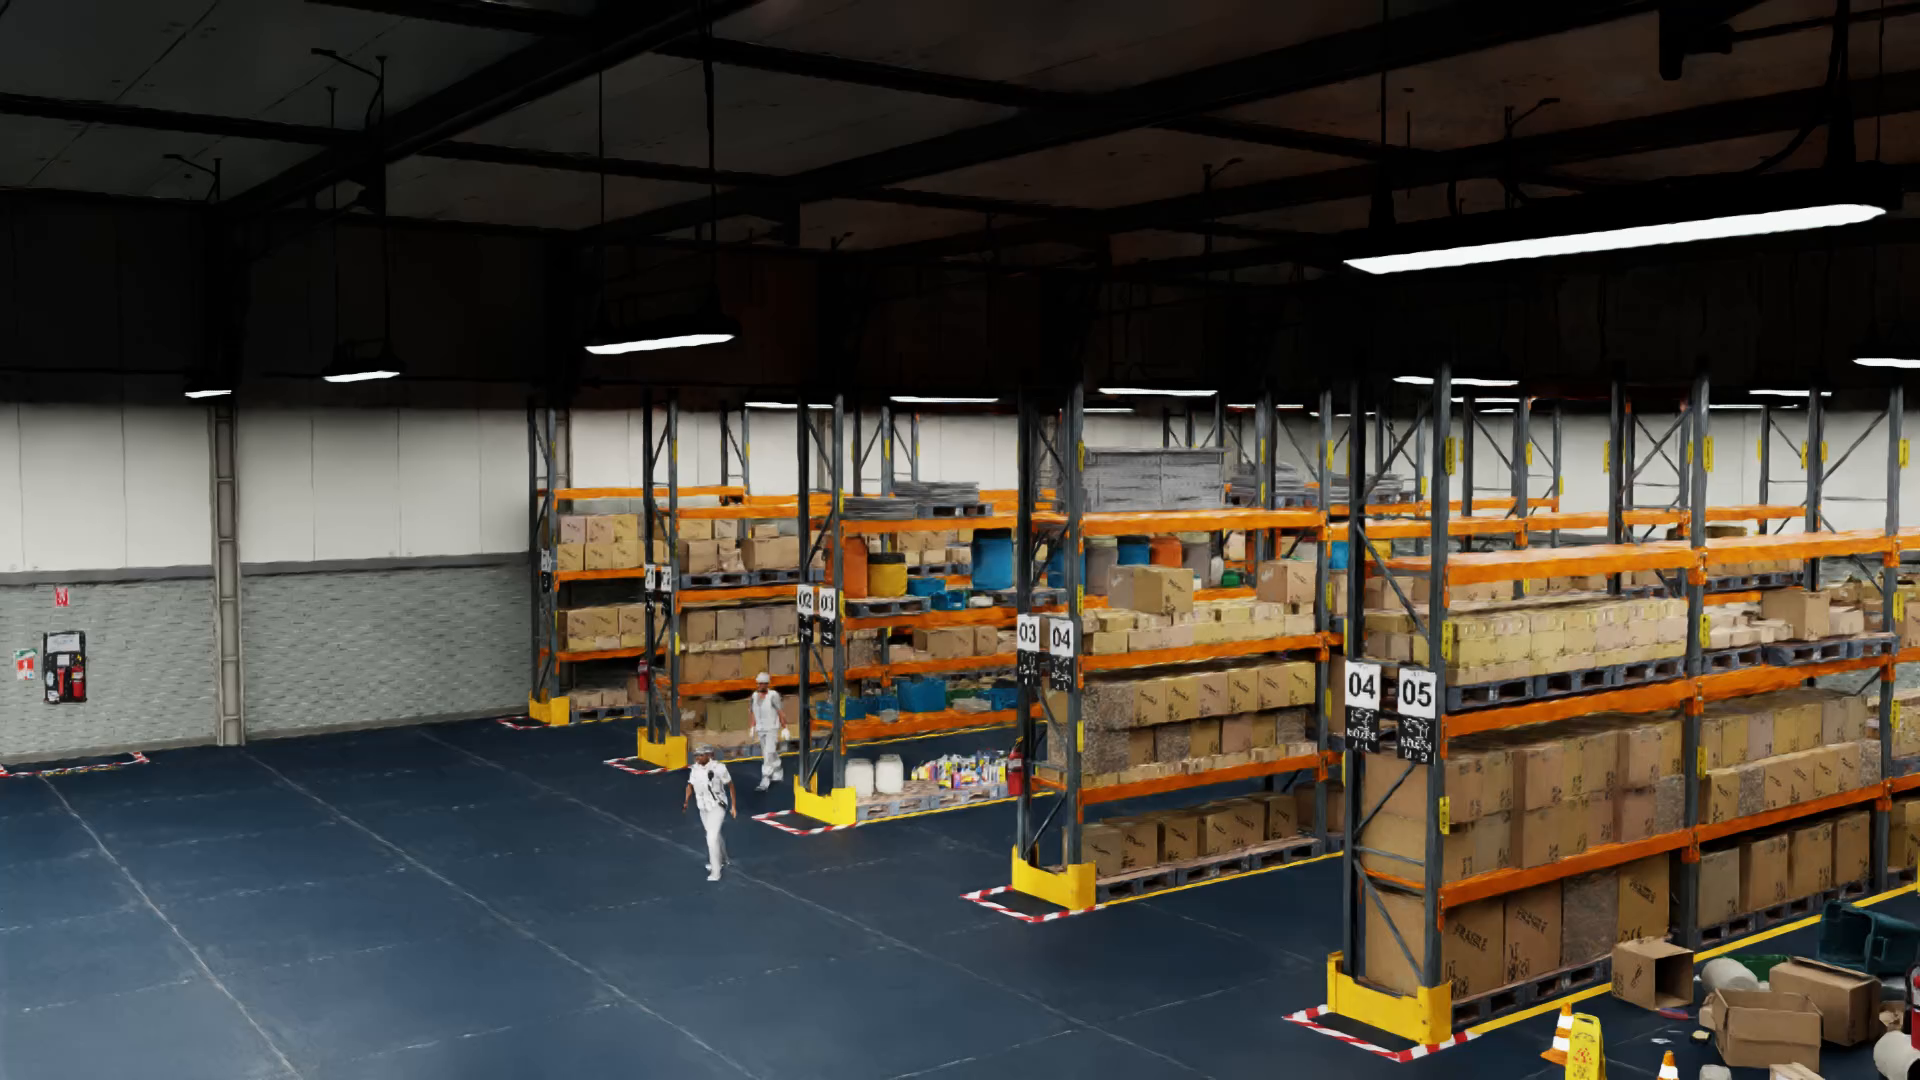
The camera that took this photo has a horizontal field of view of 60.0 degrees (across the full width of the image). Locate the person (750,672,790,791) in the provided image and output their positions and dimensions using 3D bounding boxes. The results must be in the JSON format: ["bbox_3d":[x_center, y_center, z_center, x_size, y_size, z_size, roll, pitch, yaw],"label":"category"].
[{"bbox_3d":[-2.890,2.832,24.814,0.596,1.742,0.966,2,4,31],"label":"person"}]

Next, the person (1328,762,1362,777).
[{"bbox_3d":[5.670,2.921,24.481,0.582,1.611,0.625,-3,4,-37],"label":"person"}]

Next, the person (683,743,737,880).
[{"bbox_3d":[-2.930,3.182,19.797,0.622,1.613,0.782,2,4,34],"label":"person"}]
